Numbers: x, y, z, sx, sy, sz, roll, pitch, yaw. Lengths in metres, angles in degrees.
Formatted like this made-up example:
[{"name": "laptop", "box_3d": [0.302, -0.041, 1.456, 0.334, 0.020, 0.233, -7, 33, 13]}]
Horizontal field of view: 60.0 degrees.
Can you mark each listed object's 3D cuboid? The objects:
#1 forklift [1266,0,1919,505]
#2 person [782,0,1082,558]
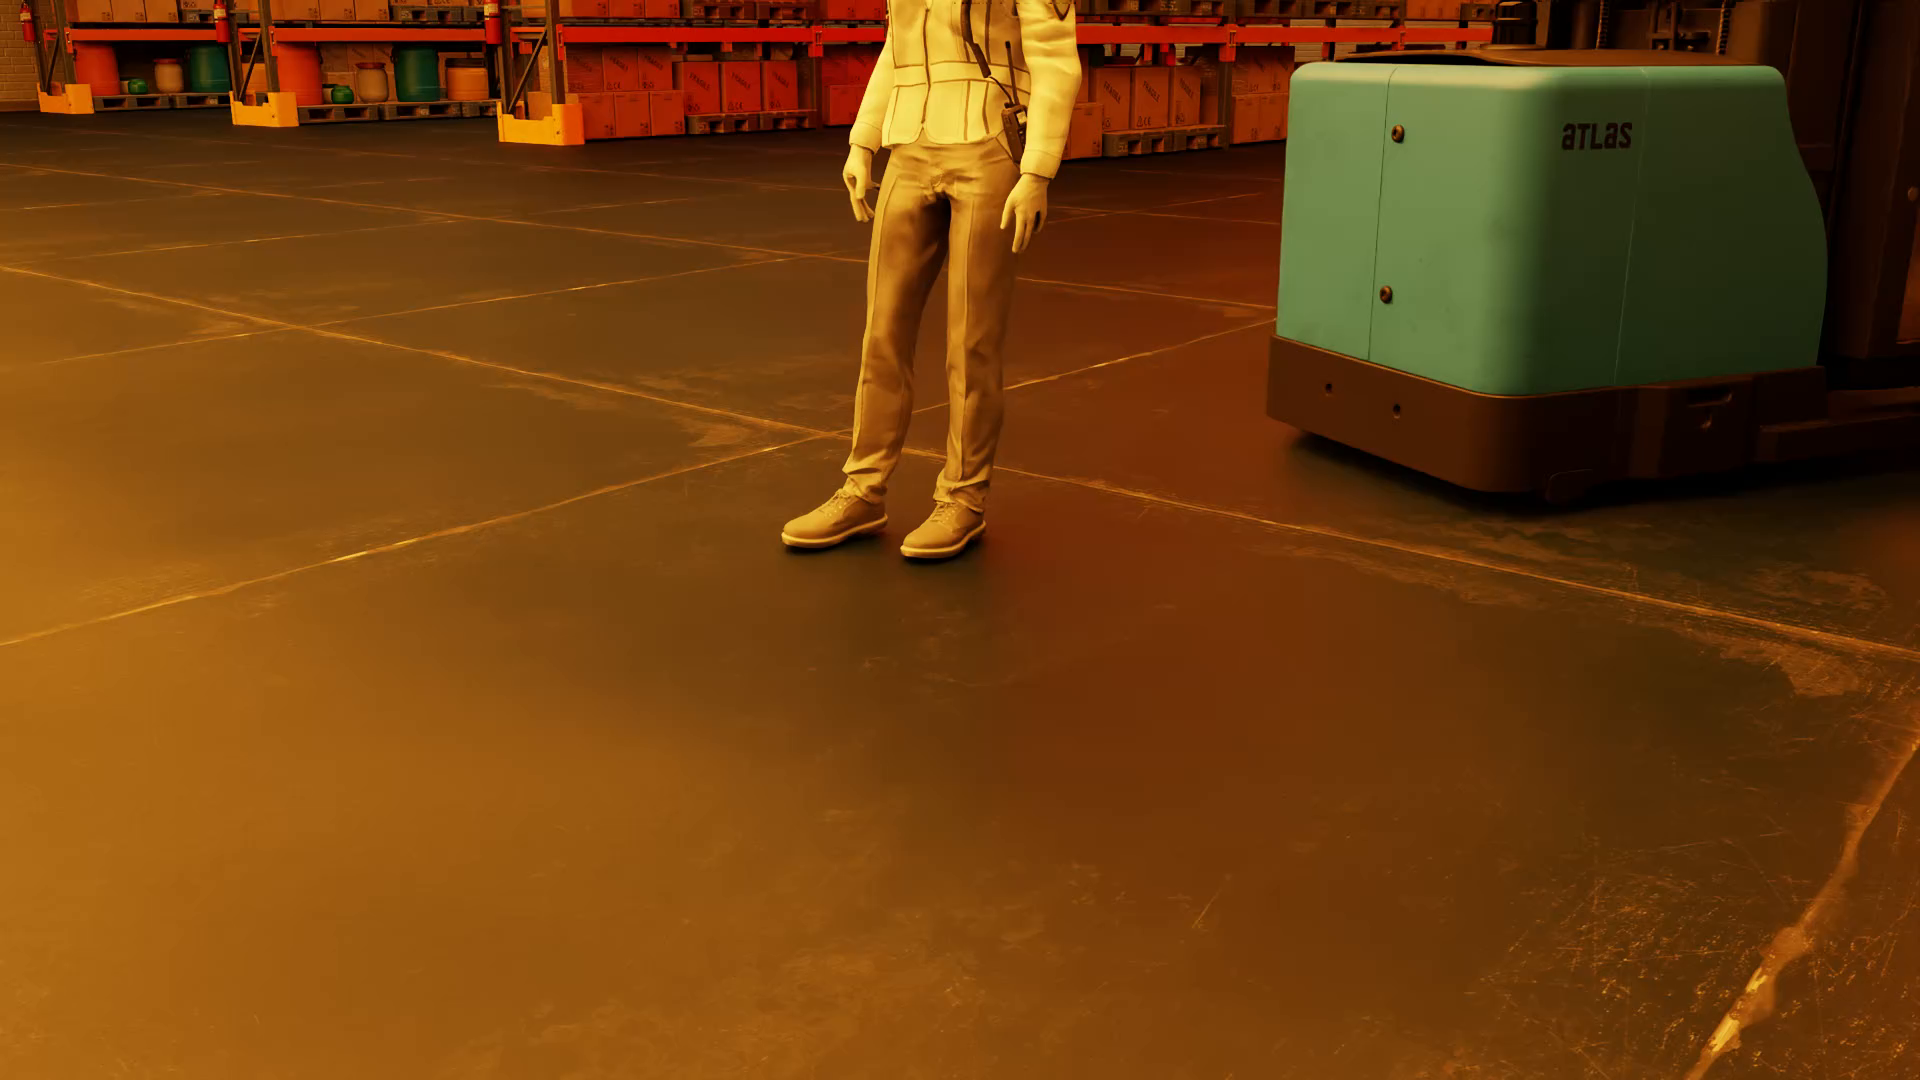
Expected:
[{"name": "forklift", "box_3d": [2.470, -1.751, 4.664, 3.031, 2.935, 1.130, -7, 18, -22]}, {"name": "person", "box_3d": [-0.048, -0.804, 3.648, 0.587, 1.696, 0.534, 13, 21, 37]}]
